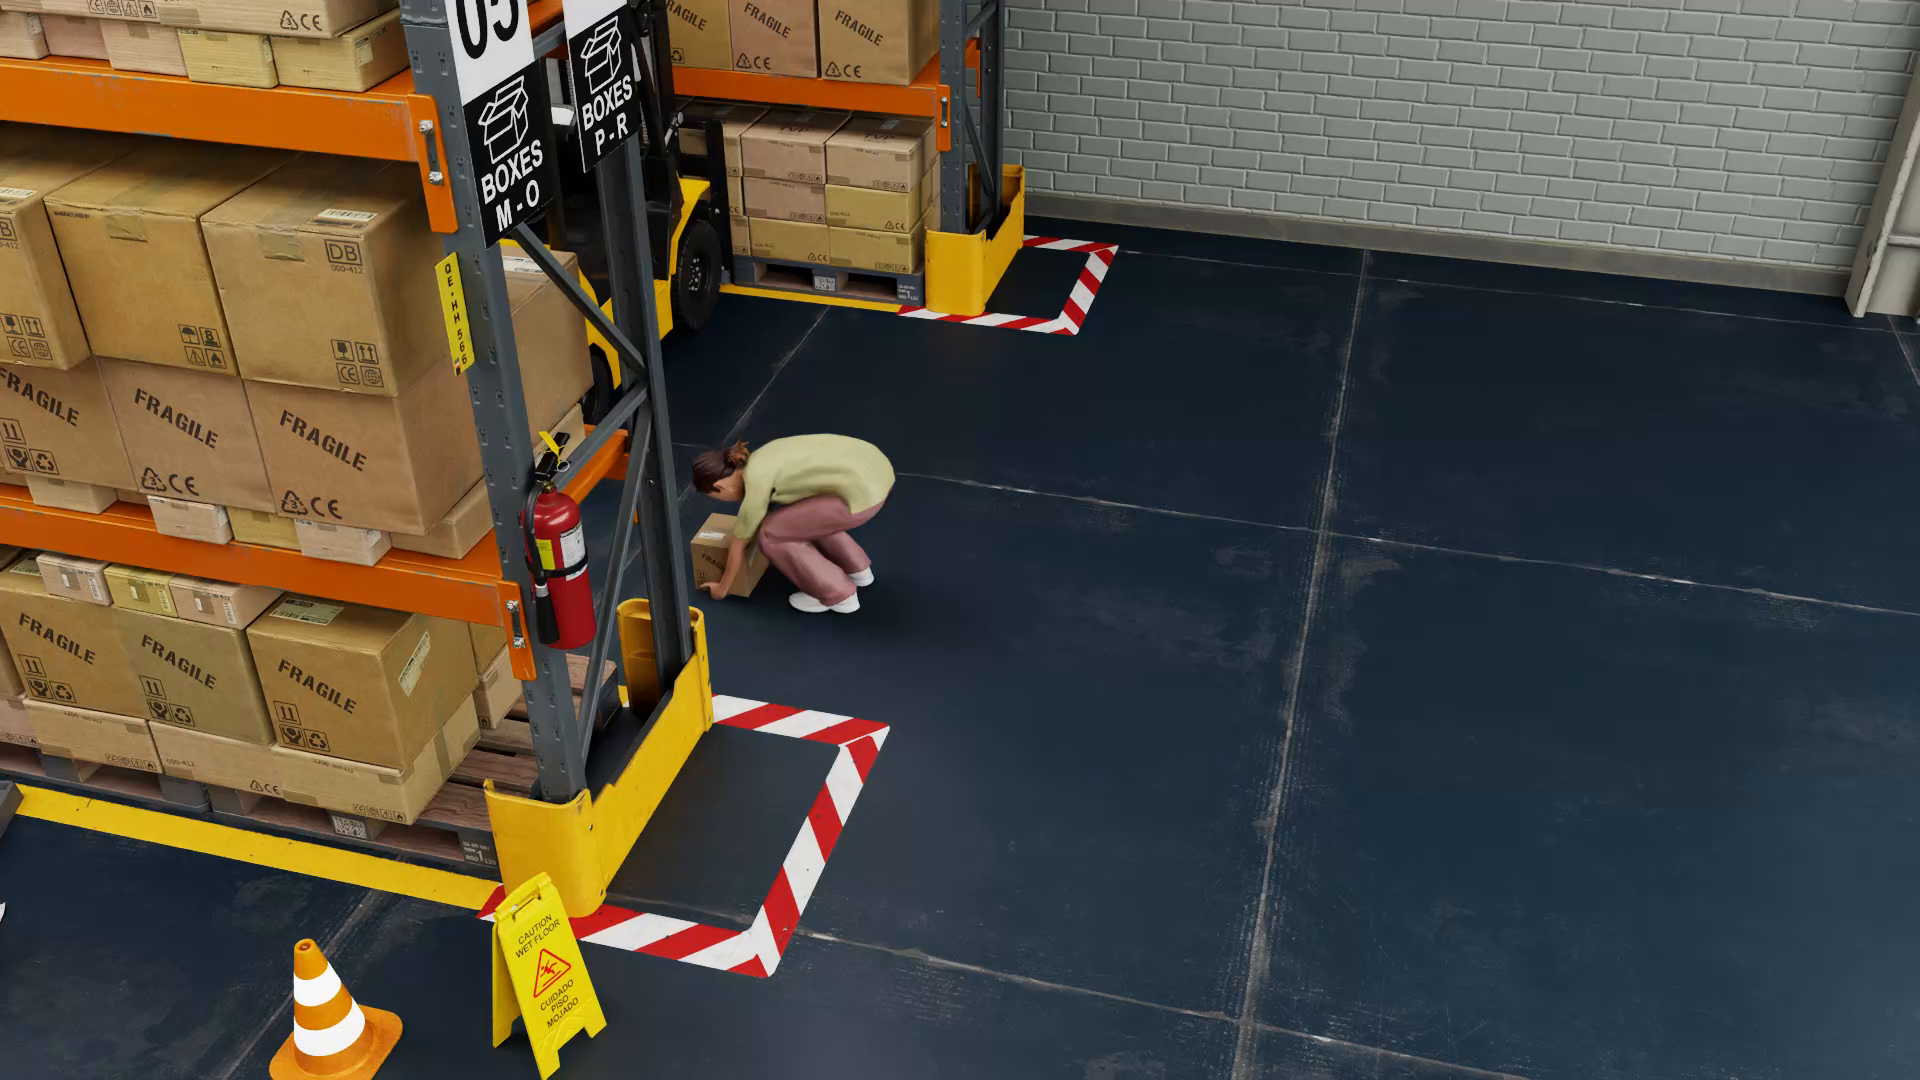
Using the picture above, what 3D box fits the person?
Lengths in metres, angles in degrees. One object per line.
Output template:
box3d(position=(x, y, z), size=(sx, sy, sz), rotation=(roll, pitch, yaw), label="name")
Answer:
box3d(position=(-0.711, -0.088, 7.153), size=(0.864, 0.774, 0.468), rotation=(7, 34, 11), label="person")
